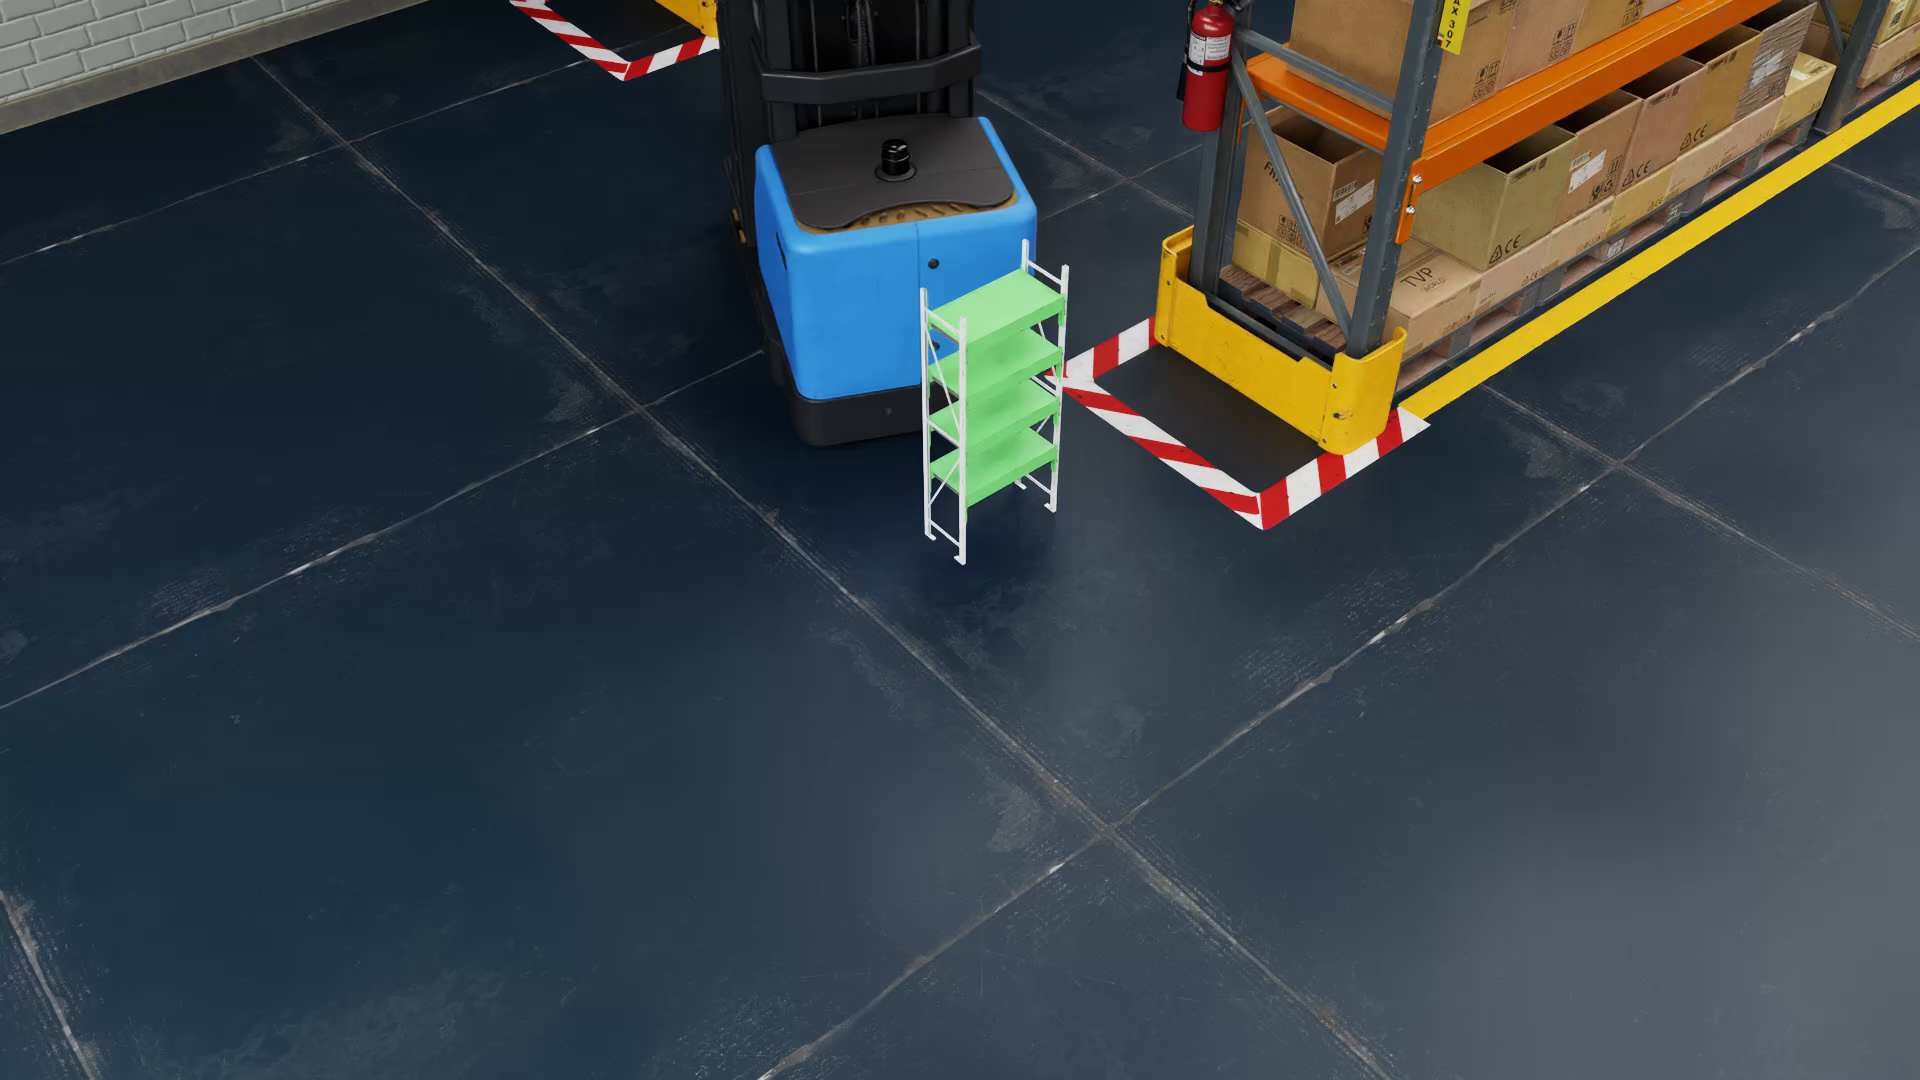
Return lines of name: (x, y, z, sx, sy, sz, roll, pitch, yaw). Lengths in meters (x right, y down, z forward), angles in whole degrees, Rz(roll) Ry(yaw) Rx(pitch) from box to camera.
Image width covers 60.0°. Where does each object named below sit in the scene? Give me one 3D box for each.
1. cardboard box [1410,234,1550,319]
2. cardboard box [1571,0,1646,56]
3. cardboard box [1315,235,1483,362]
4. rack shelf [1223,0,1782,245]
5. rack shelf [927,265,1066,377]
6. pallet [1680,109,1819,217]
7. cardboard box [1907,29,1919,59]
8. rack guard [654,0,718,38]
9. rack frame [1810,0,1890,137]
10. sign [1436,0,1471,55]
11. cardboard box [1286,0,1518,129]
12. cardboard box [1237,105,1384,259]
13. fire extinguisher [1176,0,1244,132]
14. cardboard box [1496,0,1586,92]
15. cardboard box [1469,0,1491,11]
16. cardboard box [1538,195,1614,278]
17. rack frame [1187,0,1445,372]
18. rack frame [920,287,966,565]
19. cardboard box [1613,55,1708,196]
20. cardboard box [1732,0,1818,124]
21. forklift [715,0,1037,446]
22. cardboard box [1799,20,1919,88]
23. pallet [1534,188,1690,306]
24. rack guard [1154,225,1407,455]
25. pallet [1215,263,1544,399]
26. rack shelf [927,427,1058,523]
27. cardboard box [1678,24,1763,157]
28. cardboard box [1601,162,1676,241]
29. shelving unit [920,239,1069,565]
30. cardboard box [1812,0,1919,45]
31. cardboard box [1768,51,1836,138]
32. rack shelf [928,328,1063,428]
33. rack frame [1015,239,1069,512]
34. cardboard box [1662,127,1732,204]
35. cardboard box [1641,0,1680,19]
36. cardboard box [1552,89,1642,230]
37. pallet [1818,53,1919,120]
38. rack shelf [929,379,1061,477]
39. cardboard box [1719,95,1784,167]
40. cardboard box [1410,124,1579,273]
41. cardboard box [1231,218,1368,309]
cardboard box: (2.338, -1.323, 7.669, 0.500, 0.250, 0.500, -30, 51, -28)
cardboard box: (2.554, -2.515, 7.164, 0.500, 0.500, 0.700, -29, 51, -28)
cardboard box: (1.957, -1.101, 7.433, 0.500, 0.250, 0.500, -30, 51, -28)
rack shelf: (2.937, -2.448, 7.691, 4.000, 0.370, 1.077, -30, 51, -28)
rack shelf: (0.127, -0.813, 6.132, 0.480, 0.148, 0.258, -30, 51, -28)
pallet: (3.834, -2.245, 8.986, 1.213, 0.211, 1.003, -30, 51, -28)
cardboard box: (5.332, -3.010, 9.466, 0.500, 0.250, 0.500, -29, 50, -27)
rack guard: (-1.720, -3.554, 10.169, 0.348, 0.500, 1.175, -30, 51, -28)
rack frame: (4.471, -3.589, 8.380, 0.127, 3.000, 1.000, -30, 51, -28)
sign: (1.754, -1.882, 5.873, 0.005, 0.325, 0.100, -30, 51, -28)
cardboard box: (1.769, -2.067, 6.686, 0.500, 0.500, 0.700, -30, 51, -28)
cardboard box: (1.623, -1.648, 7.467, 0.500, 0.500, 0.500, -30, 51, -28)
fire extinguisher: (1.014, -1.996, 6.740, 0.183, 0.674, 0.296, -30, 51, -28)
cardboard box: (2.169, -2.300, 6.935, 0.500, 0.500, 0.700, -28, 50, -27)
cardboard box: (1.842, -2.164, 6.316, 0.250, 0.149, 0.380, -30, 51, -28)
cardboard box: (2.722, -1.542, 7.903, 0.500, 0.250, 0.500, -30, 51, -28)
rack frame: (1.403, -1.832, 6.509, 0.127, 3.000, 1.000, -30, 51, -28)
rack frame: (-0.060, -0.403, 6.303, 0.015, 1.200, 0.240, -30, 51, -28)
cardboard box: (3.109, -2.032, 7.877, 0.500, 0.500, 0.500, -30, 51, -28)
cardboard box: (3.865, -2.481, 8.355, 0.500, 0.500, 0.500, -30, 51, -28)
forklift: (-0.541, -2.491, 7.261, 1.130, 2.935, 3.031, -10, 44, -11)
cardboard box: (4.939, -2.787, 9.228, 0.500, 0.250, 0.500, -31, 51, -29)
pallet: (2.898, -1.706, 8.413, 1.213, 0.211, 1.003, -30, 51, -28)
rack guard: (1.384, -0.910, 7.354, 0.348, 0.500, 1.175, -30, 51, -28)
pallet: (1.963, -1.173, 7.845, 1.213, 0.211, 1.003, -30, 51, -28)
rack shelf: (0.127, -0.289, 6.625, 0.480, 0.148, 0.258, -30, 51, -28)
cardboard box: (3.484, -2.259, 8.119, 0.500, 0.500, 0.500, -30, 51, -28)
cardboard box: (3.109, -1.759, 8.134, 0.500, 0.250, 0.500, -30, 51, -28)
shelving unit: (0.127, -0.510, 6.417, 0.503, 1.200, 0.258, -30, 51, -28)
cardboard box: (4.948, -2.995, 9.040, 0.500, 0.311, 0.500, -30, 51, -28)
cardboard box: (4.256, -2.421, 8.839, 0.500, 0.250, 0.500, -30, 51, -28)
rack shelf: (0.127, -0.638, 6.296, 0.480, 0.148, 0.258, -30, 51, -28)
rack frame: (0.314, -0.617, 6.531, 0.015, 1.200, 0.240, -30, 51, -28)
cardboard box: (3.492, -1.979, 8.368, 0.500, 0.250, 0.500, -30, 51, -28)
cardboard box: (2.955, -2.748, 7.412, 0.500, 0.500, 0.700, -28, 50, -27)
cardboard box: (2.715, -1.822, 7.653, 0.500, 0.500, 0.500, -30, 51, -28)
pallet: (5.011, -2.916, 9.701, 1.213, 0.211, 1.003, -30, 51, -28)
rack shelf: (0.127, -0.463, 6.460, 0.480, 0.148, 0.258, -30, 51, -28)
cardboard box: (3.866, -2.207, 8.610, 0.500, 0.250, 0.500, -30, 51, -28)
cardboard box: (2.339, -1.595, 7.412, 0.500, 0.500, 0.500, -30, 51, -28)
cardboard box: (1.625, -1.373, 7.723, 0.500, 0.250, 0.500, -30, 51, -28)
